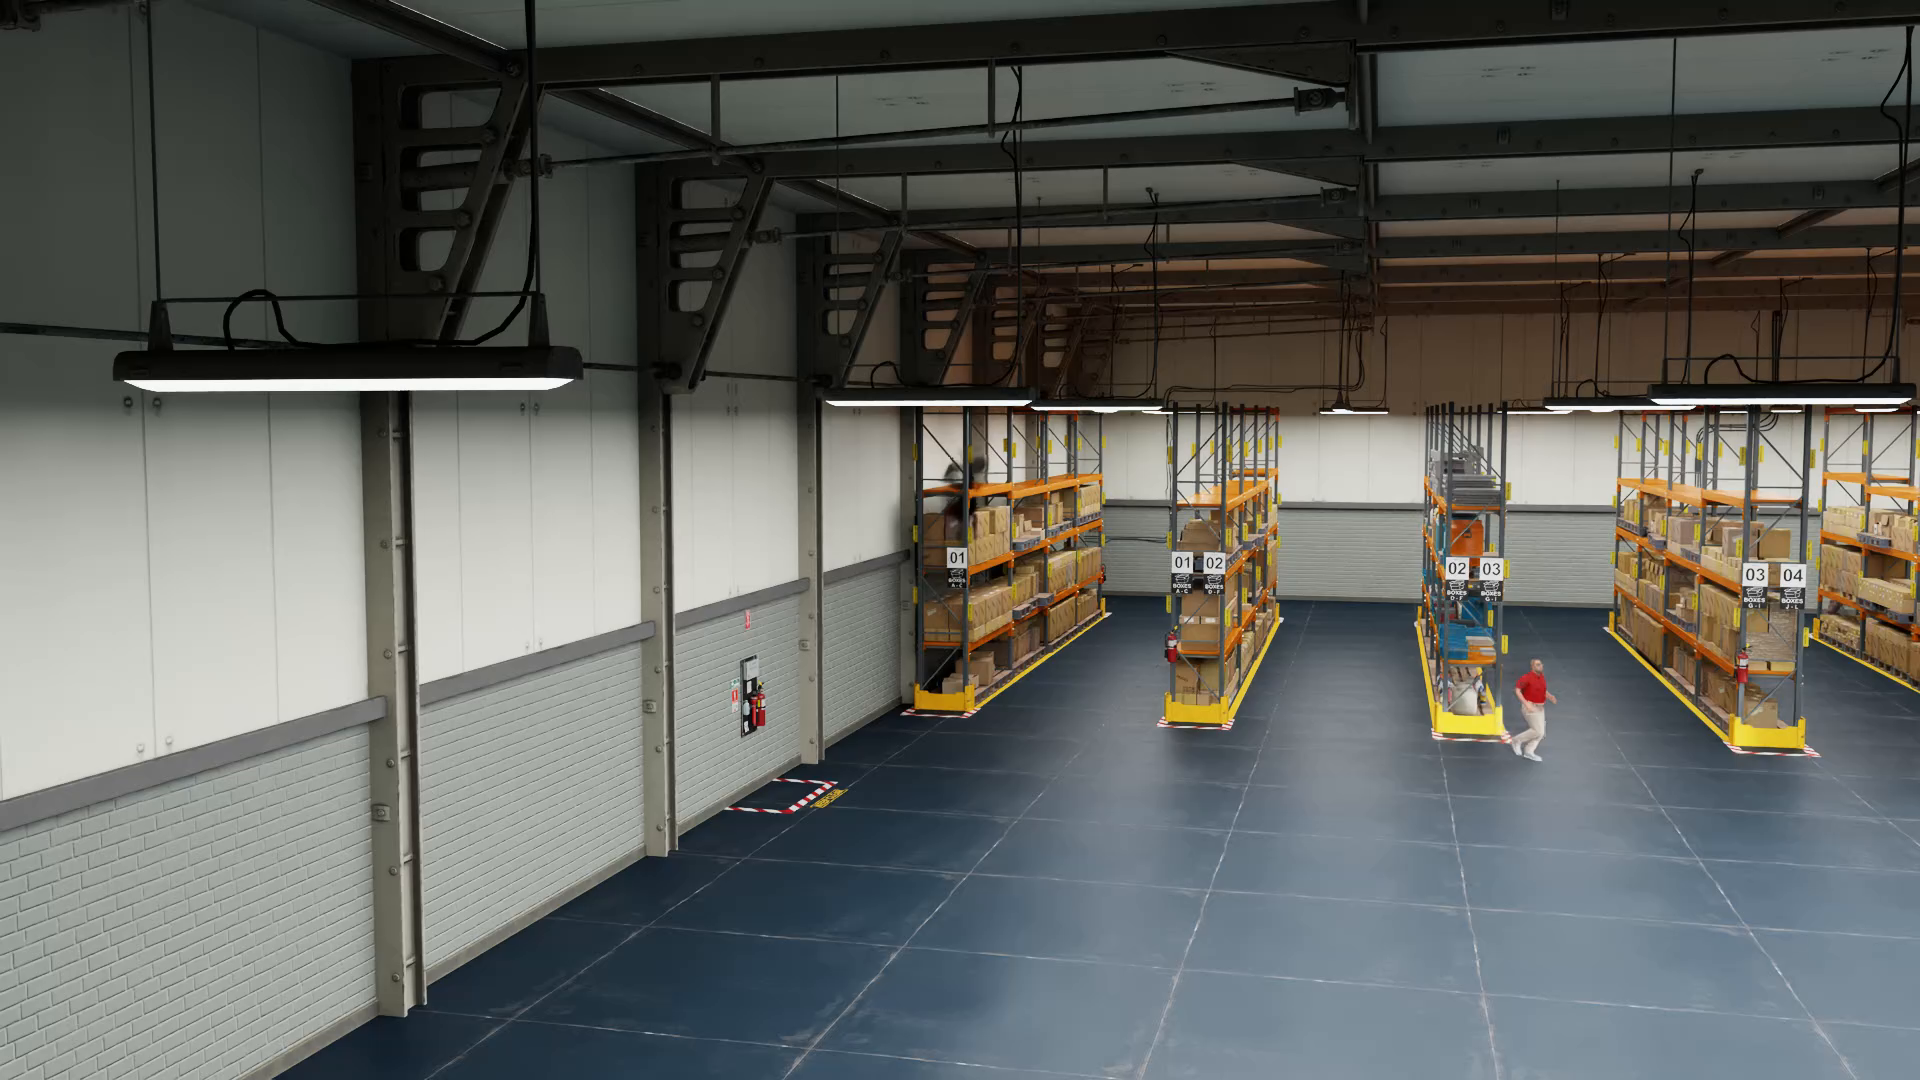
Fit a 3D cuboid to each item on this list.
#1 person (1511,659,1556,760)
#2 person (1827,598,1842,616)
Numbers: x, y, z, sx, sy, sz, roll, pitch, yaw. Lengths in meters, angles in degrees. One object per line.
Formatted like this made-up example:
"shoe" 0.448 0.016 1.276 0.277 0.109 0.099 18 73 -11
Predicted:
"person" 9.619 2.831 27.805 0.649 1.698 0.631 -4 5 -40
"person" 23.384 1.594 44.421 0.689 1.715 0.633 0 4 0
